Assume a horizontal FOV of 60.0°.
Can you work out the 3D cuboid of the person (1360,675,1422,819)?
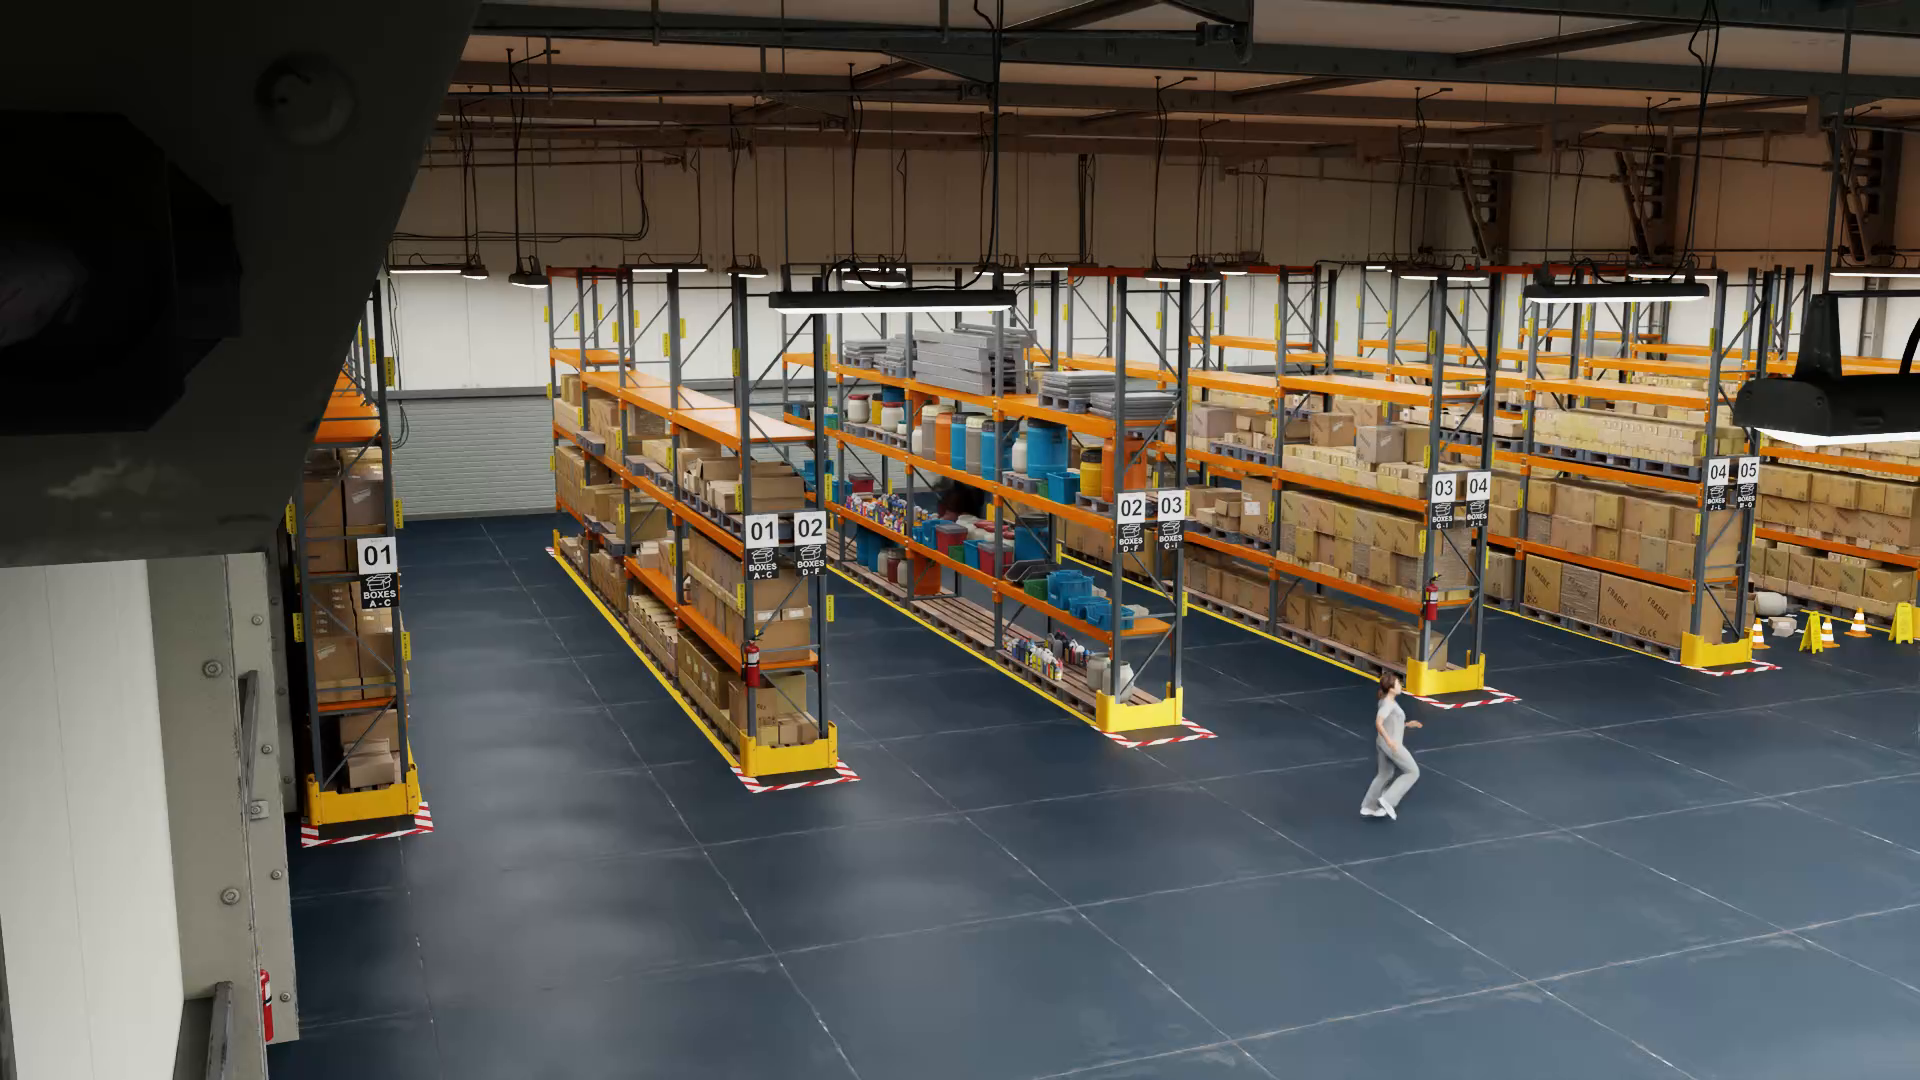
[{"bbox_3d":[4.831,2.308,18.575,0.653,1.641,0.536,0,10,-1],"label":"person"}]
